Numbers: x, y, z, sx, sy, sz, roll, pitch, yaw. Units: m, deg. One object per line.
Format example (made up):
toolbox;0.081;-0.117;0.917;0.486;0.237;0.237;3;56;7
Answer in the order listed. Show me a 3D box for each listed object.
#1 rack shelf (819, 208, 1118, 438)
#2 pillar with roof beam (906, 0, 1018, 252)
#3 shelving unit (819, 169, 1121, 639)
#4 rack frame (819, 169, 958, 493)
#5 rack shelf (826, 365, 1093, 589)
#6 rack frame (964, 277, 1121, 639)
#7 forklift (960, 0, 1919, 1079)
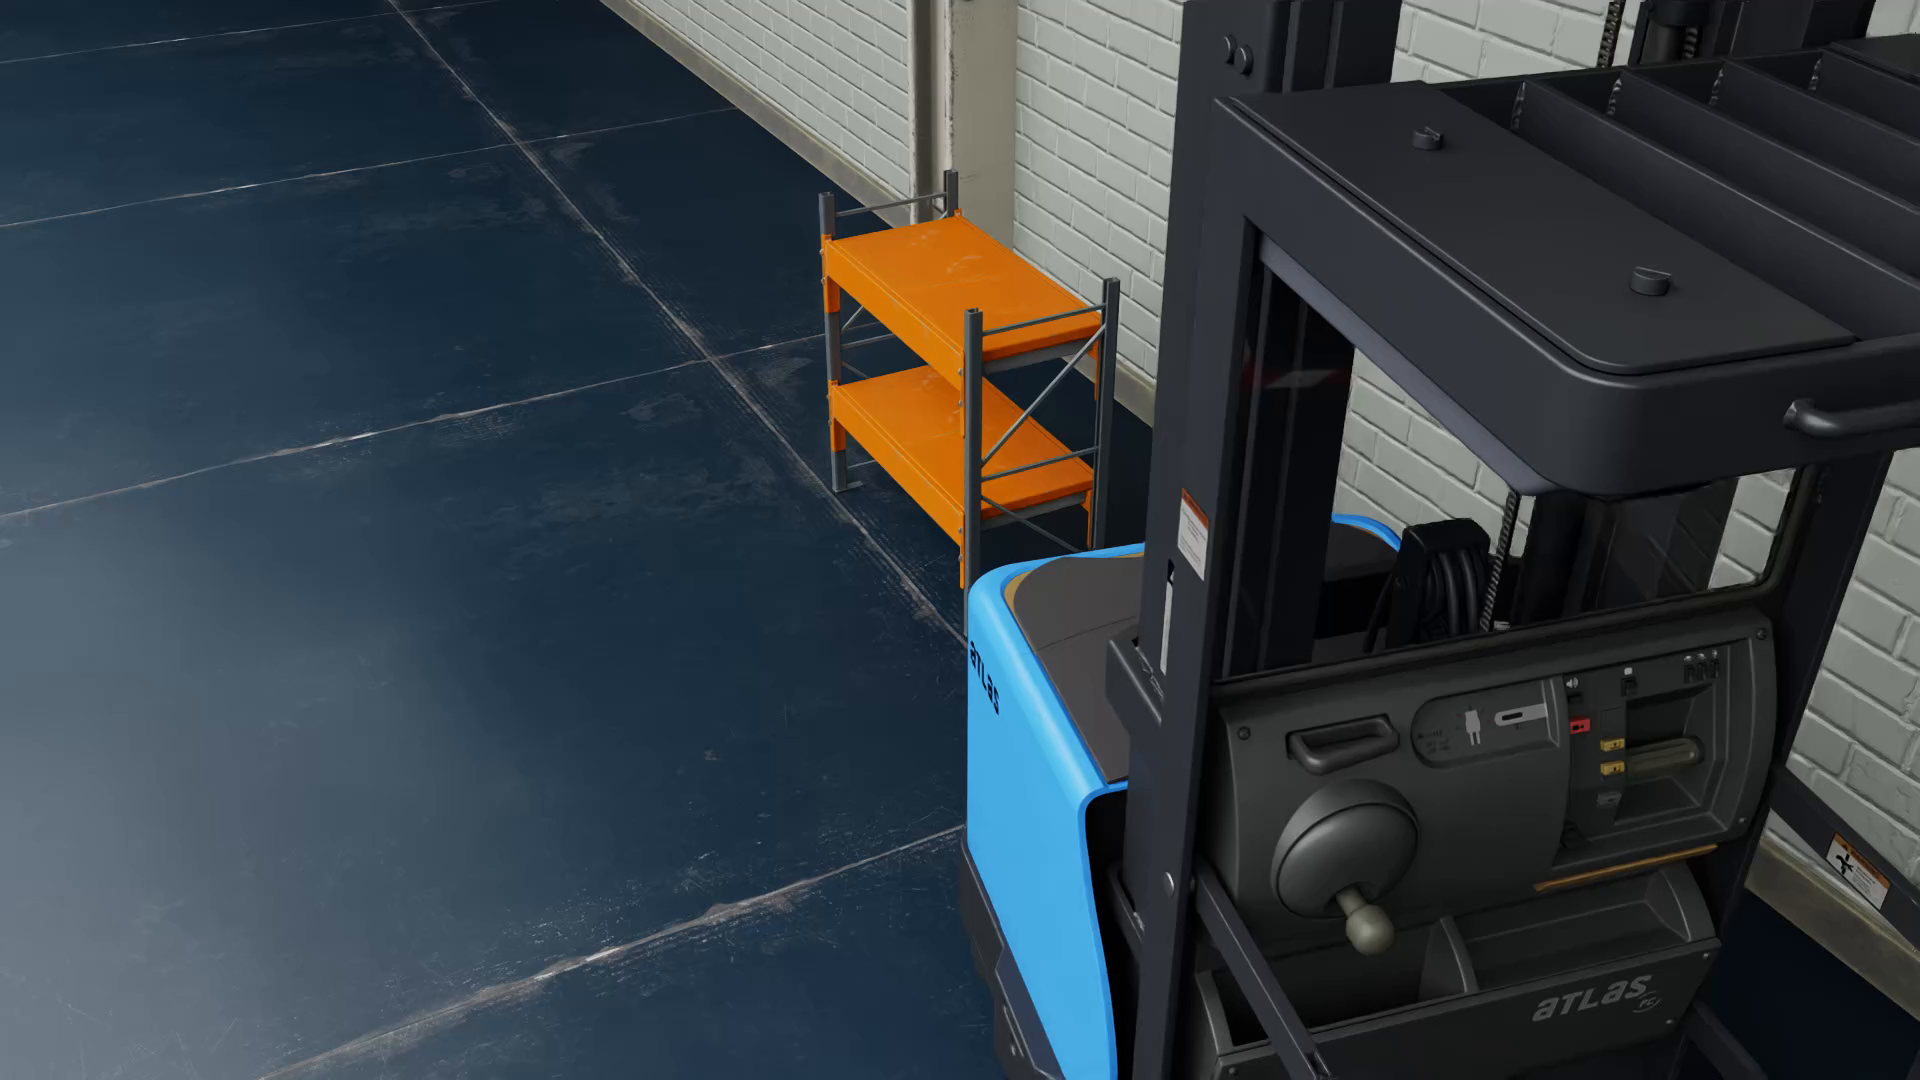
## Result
rack shelf;0.003;-0.717;5.284;0.538;0.278;1.000;-16;36;-23
pillar with roof beam;-3.802;-3.757;3.272;9.100;9.000;0.400;-16;36;-23
shelving unit;0.003;-0.470;5.442;0.538;1.125;1.048;-16;36;-23
rack frame;-0.234;-0.713;5.820;0.500;1.125;0.032;-16;36;-23
rack shelf;0.003;-0.265;5.573;0.538;0.278;1.000;-16;36;-23
rack frame;0.240;-0.228;5.063;0.500;1.125;0.032;-16;36;-23
forklift;0.901;0.424;2.371;1.130;2.935;3.031;-9;34;-14
